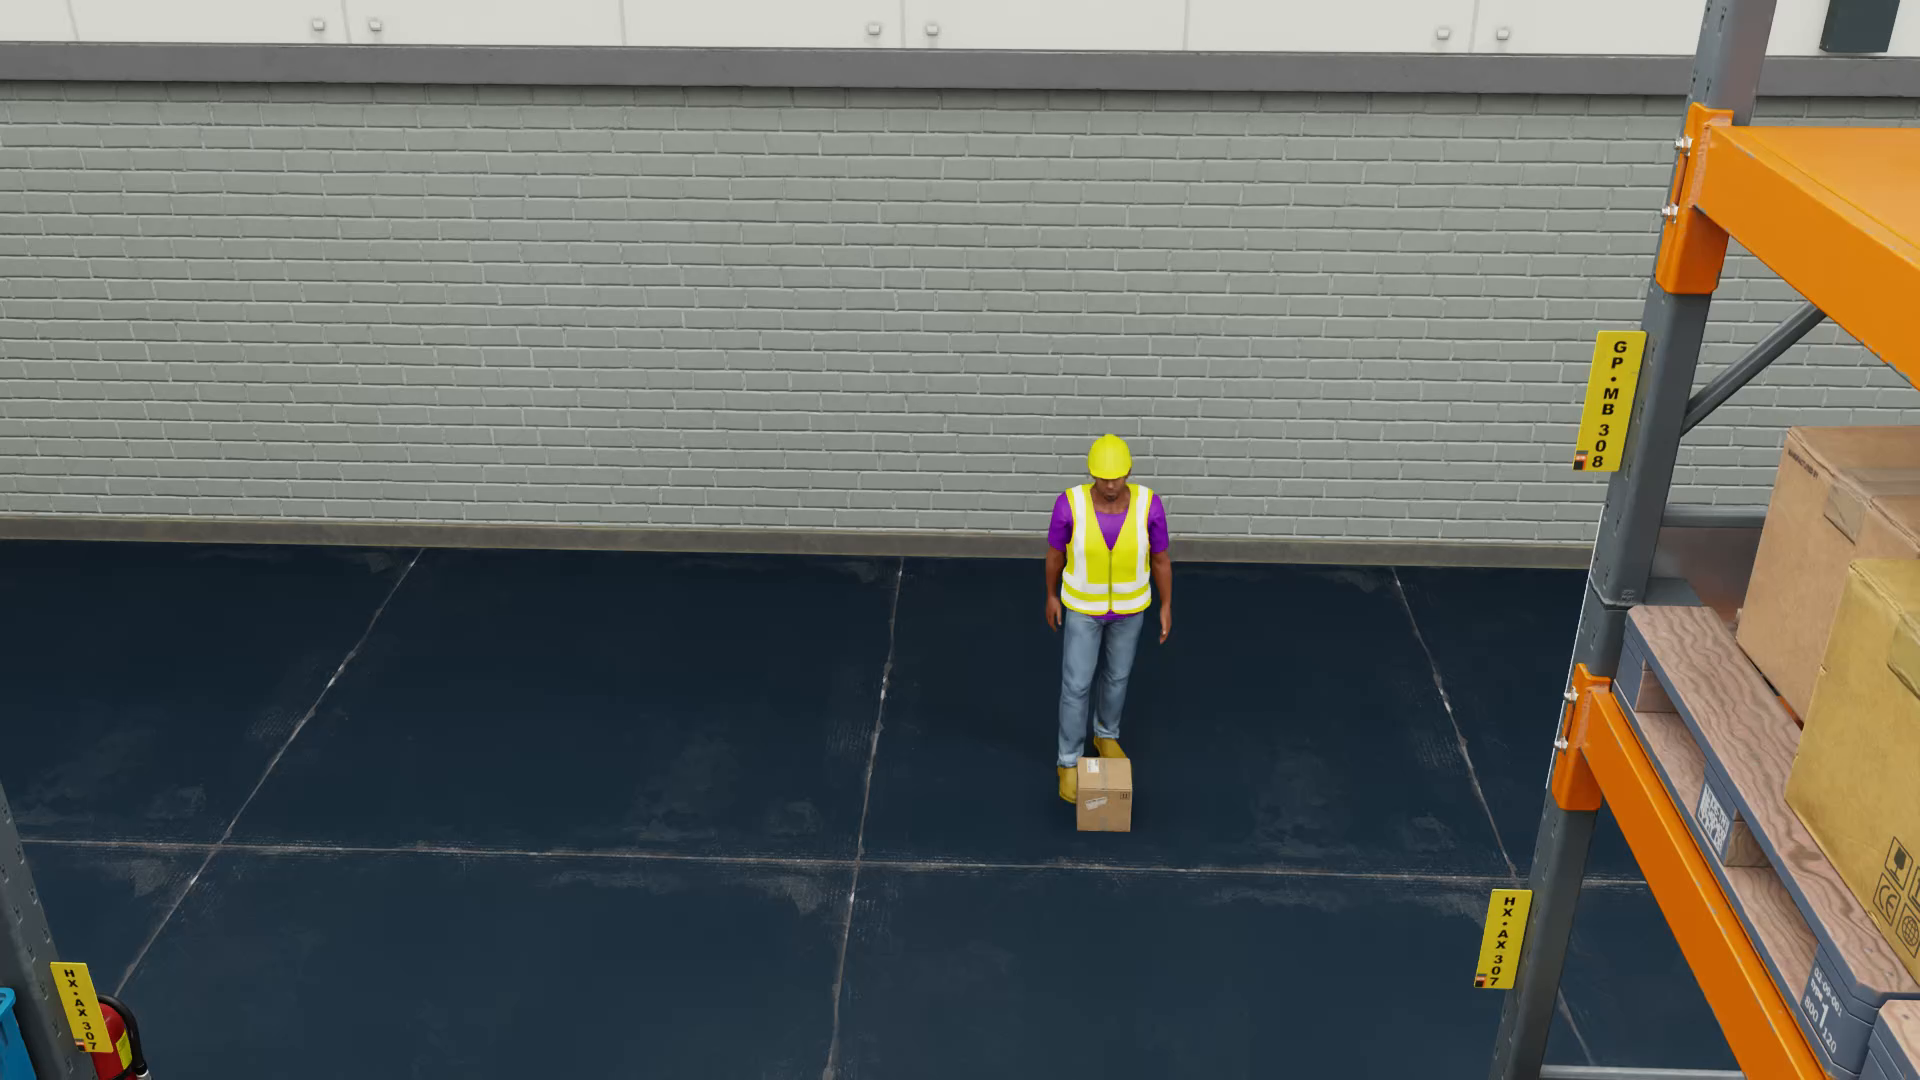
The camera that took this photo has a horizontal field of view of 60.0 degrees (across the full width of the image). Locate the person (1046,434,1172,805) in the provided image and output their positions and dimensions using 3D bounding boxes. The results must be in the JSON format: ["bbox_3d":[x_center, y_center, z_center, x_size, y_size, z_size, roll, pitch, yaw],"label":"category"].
[{"bbox_3d":[0.725,0.366,7.889,0.591,1.764,0.594,-2,28,-4],"label":"person"}]
